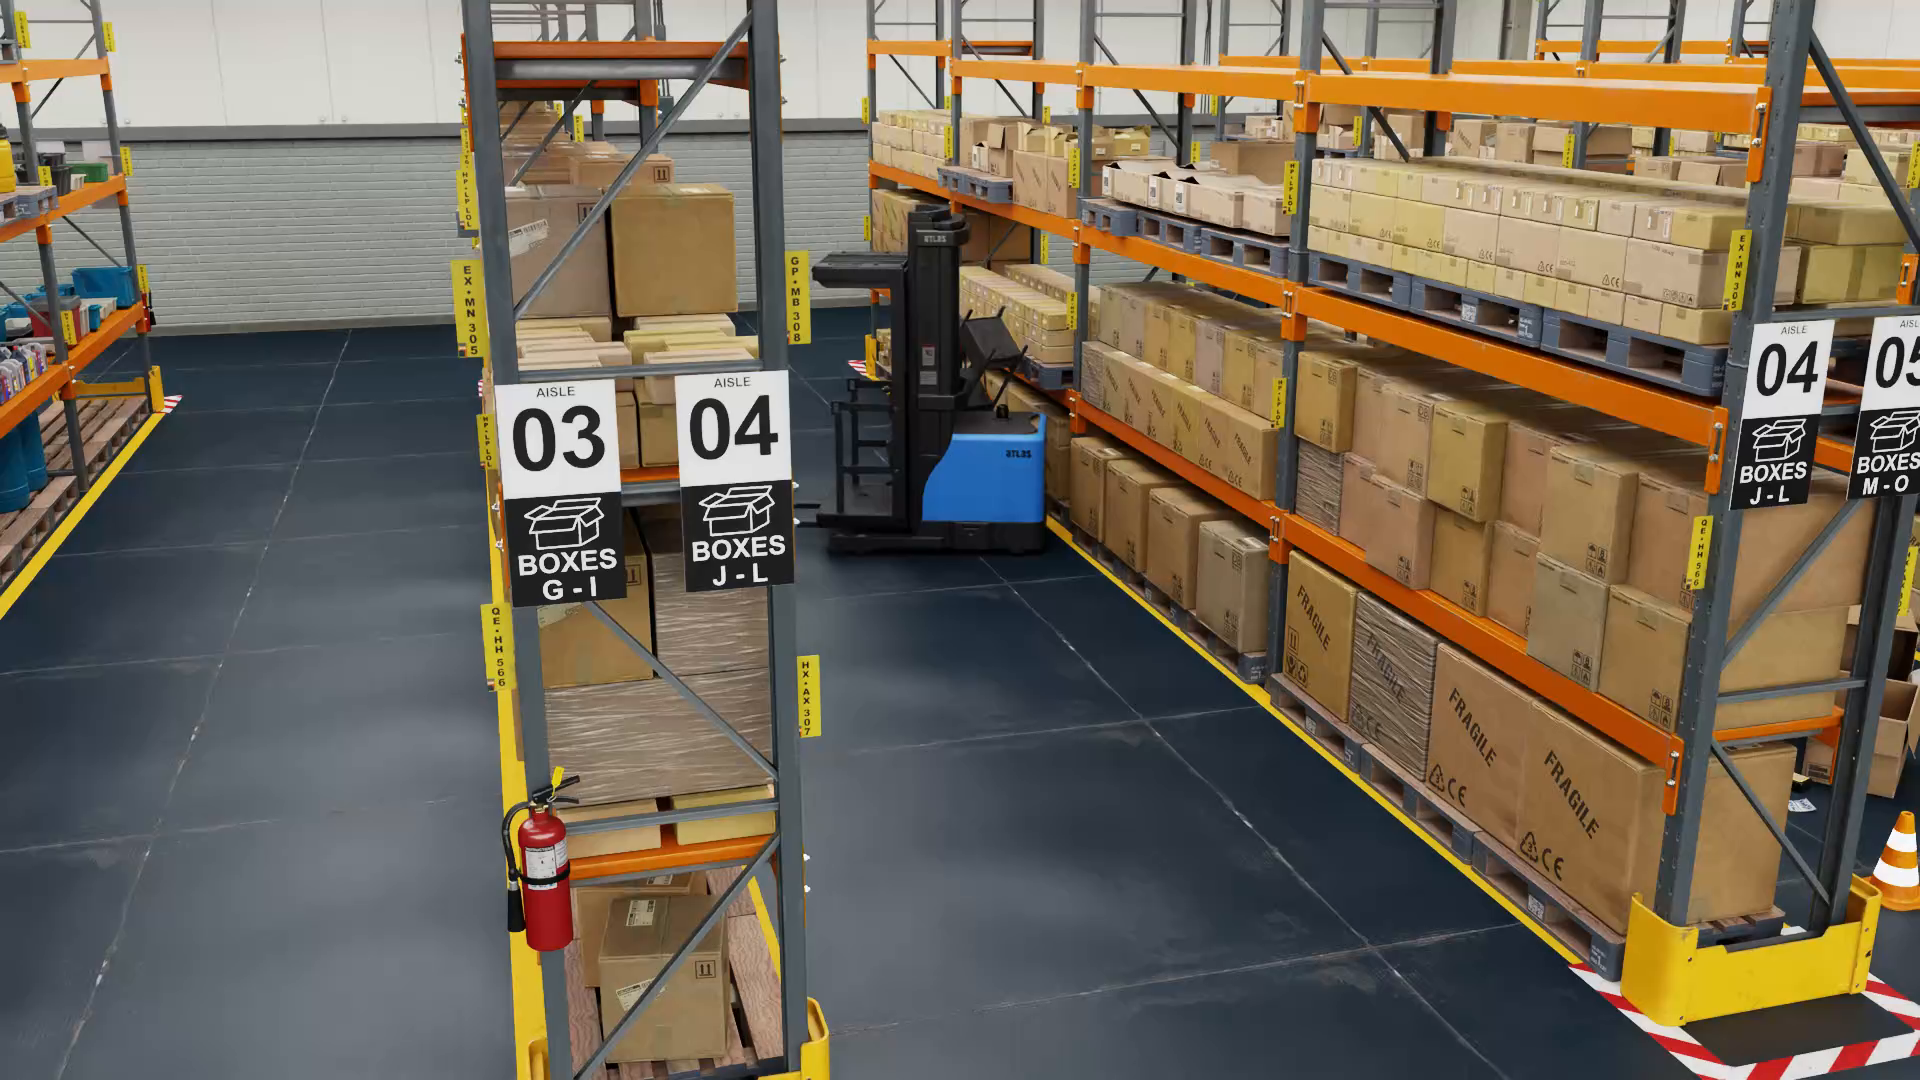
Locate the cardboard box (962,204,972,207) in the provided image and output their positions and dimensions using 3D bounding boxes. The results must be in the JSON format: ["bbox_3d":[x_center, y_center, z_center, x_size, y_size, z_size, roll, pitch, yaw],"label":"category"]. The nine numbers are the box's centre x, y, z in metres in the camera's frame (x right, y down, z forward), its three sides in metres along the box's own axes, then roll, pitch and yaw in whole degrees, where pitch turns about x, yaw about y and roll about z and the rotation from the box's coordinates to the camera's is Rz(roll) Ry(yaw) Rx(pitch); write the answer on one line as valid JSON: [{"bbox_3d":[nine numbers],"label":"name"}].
[{"bbox_3d":[0.245,-3.732,19.734,0.500,0.500,0.500,-4,17,-14],"label":"cardboard box"}]

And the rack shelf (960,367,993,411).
[{"bbox_3d":[-0.014,-1.324,16.013,0.431,0.518,0.480,-11,59,-32],"label":"rack shelf"}]

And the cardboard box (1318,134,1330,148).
[{"bbox_3d":[4.576,-4.844,20.183,0.380,0.149,0.250,-4,17,-14],"label":"cardboard box"}]

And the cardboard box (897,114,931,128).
[{"bbox_3d":[-0.552,-5.065,20.086,0.380,0.149,0.250,-4,17,-14],"label":"cardboard box"}]

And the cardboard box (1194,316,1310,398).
[{"bbox_3d":[2.175,-1.368,12.379,0.700,0.500,0.500,-5,17,-15],"label":"cardboard box"}]

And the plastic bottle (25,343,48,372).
[{"bbox_3d":[-8.740,-1.736,15.734,0.152,0.276,0.135,-5,17,-15],"label":"plastic bottle"}]

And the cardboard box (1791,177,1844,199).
[{"bbox_3d":[6.896,-2.698,13.036,0.500,0.250,0.500,-4,17,-15],"label":"cardboard box"}]

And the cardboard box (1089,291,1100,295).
[{"bbox_3d":[1.271,-2.328,16.160,0.380,0.149,0.250,-4,17,-13],"label":"cardboard box"}]

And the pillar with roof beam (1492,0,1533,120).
[{"bbox_3d":[4.791,-7.904,25.623,9.100,9.000,0.400,-5,17,-15],"label":"pillar with roof beam"}]

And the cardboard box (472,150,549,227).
[{"bbox_3d":[-3.135,-2.459,11.667,0.500,0.500,0.500,-5,17,-17],"label":"cardboard box"}]

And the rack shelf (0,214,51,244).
[{"bbox_3d":[-8.609,-2.418,13.824,1.077,0.370,4.000,-5,17,-15],"label":"rack shelf"}]

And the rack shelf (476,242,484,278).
[{"bbox_3d":[-2.748,-1.703,11.444,1.077,0.370,4.000,-5,17,-15],"label":"rack shelf"}]

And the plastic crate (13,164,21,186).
[{"bbox_3d":[-9.946,-3.728,17.141,0.437,0.282,0.530,-5,17,-15],"label":"plastic crate"}]

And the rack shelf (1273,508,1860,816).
[{"bbox_3d":[3.148,0.476,9.405,1.077,0.370,4.000,-5,17,-15],"label":"rack shelf"}]

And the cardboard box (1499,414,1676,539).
[{"bbox_3d":[3.370,-0.321,8.668,0.875,0.550,0.550,-5,17,-15],"label":"cardboard box"}]

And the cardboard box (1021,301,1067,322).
[{"bbox_3d":[0.785,-2.136,15.520,0.380,0.149,0.250,-4,17,-14],"label":"cardboard box"}]

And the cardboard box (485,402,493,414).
[{"bbox_3d":[-3.704,-0.788,15.323,1.225,0.875,0.875,-5,17,-15],"label":"cardboard box"}]

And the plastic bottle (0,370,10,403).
[{"bbox_3d":[-8.292,-1.338,14.394,0.061,0.283,0.133,-5,17,-15],"label":"plastic bottle"}]

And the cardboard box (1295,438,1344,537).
[{"bbox_3d":[2.712,-0.393,10.785,0.875,0.550,0.550,-5,17,-15],"label":"cardboard box"}]

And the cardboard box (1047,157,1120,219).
[{"bbox_3d":[1.098,-3.151,14.840,0.500,0.500,0.500,-5,17,-15],"label":"cardboard box"}]

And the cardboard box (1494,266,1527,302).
[{"bbox_3d":[2.932,-1.298,8.377,0.380,0.149,0.250,-5,17,-15],"label":"cardboard box"}]

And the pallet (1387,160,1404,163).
[{"bbox_3d":[5.431,-4.149,18.671,0.805,0.209,1.217,-5,18,-17],"label":"pallet"}]

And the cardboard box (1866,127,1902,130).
[{"bbox_3d":[10.547,-4.657,19.045,0.380,0.149,0.250,-4,17,-14],"label":"cardboard box"}]

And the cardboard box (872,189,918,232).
[{"bbox_3d":[-0.831,-4.265,21.509,0.500,0.500,0.500,-5,17,-16],"label":"cardboard box"}]

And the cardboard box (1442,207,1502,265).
[{"bbox_3d":[2.883,-1.602,8.697,0.500,0.250,0.500,-5,17,-15],"label":"cardboard box"}]

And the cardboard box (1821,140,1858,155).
[{"bbox_3d":[10.050,-4.476,18.957,0.380,0.149,0.250,-4,17,-14],"label":"cardboard box"}]

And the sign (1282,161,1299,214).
[{"bbox_3d":[2.080,-2.211,10.440,0.100,0.325,0.005,-5,17,-15],"label":"sign"}]

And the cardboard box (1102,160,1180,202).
[{"bbox_3d":[1.487,-2.954,13.609,0.500,0.311,0.500,-5,17,-15],"label":"cardboard box"}]

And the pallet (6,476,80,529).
[{"bbox_3d":[-8.987,-0.327,15.674,1.003,0.211,1.213,-5,17,-15],"label":"pallet"}]

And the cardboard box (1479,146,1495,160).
[{"bbox_3d":[5.516,-3.874,16.926,0.396,0.266,0.258,-5,17,-17],"label":"cardboard box"}]

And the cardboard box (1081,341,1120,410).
[{"bbox_3d":[1.363,-1.431,14.328,0.500,0.500,0.500,-5,17,-15],"label":"cardboard box"}]

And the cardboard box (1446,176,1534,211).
[{"bbox_3d":[2.790,-1.821,8.733,0.380,0.149,0.250,-5,17,-16],"label":"cardboard box"}]

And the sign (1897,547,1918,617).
[{"bbox_3d":[4.233,0.190,7.464,0.100,0.325,0.005,-5,17,-15],"label":"sign"}]

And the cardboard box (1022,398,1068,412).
[{"bbox_3d":[0.910,-1.199,16.041,0.500,0.250,0.500,-4,17,-14],"label":"cardboard box"}]

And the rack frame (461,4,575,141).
[{"bbox_3d":[-4.397,-5.144,16.435,1.000,3.000,0.127,-5,17,-15],"label":"rack frame"}]

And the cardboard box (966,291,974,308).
[{"bbox_3d":[0.283,-2.498,17.244,0.380,0.149,0.250,-5,18,-18],"label":"cardboard box"}]

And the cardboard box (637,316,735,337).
[{"bbox_3d":[-1.125,-0.822,6.828,0.380,0.149,0.250,-4,17,-13],"label":"cardboard box"}]

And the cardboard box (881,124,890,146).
[{"bbox_3d":[-0.684,-5.059,20.758,0.500,0.250,0.500,-5,17,-16],"label":"cardboard box"}]

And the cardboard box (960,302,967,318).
[{"bbox_3d":[0.213,-2.425,17.517,0.380,0.149,0.250,-5,17,-15],"label":"cardboard box"}]

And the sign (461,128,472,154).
[{"bbox_3d":[-4.930,-3.949,16.633,0.100,0.325,0.005,-5,17,-15],"label":"sign"}]

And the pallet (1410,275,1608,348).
[{"bbox_3d":[3.145,-1.252,8.847,1.003,0.211,1.213,-5,17,-15],"label":"pallet"}]

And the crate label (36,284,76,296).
[{"bbox_3d":[-10.507,-2.840,19.379,0.416,0.233,0.303,-5,17,-15],"label":"crate label"}]

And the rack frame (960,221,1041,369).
[{"bbox_3d":[0.400,-2.635,18.510,1.000,3.000,0.127,-5,17,-15],"label":"rack frame"}]

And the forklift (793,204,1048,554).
[{"bbox_3d":[-0.739,-1.433,14.627,3.031,2.935,1.130,1,17,4],"label":"forklift"}]

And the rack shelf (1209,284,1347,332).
[{"bbox_3d":[4.582,-3.263,21.851,1.077,0.370,4.000,-5,17,-15],"label":"rack shelf"}]

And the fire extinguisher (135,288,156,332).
[{"bbox_3d":[-9.863,-2.848,20.001,0.296,0.674,0.183,-5,17,-15],"label":"fire extinguisher"}]

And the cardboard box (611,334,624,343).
[{"bbox_3d":[-1.263,-0.749,7.280,0.500,0.250,0.500,-5,17,-15],"label":"cardboard box"}]

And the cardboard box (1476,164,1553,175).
[{"bbox_3d":[3.212,-2.085,9.611,0.380,0.149,0.250,-4,17,-14],"label":"cardboard box"}]

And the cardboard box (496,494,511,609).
[{"bbox_3d":[-2.030,0.022,8.973,0.875,0.500,0.500,-5,17,-15],"label":"cardboard box"}]

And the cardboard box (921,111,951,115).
[{"bbox_3d":[-0.280,-5.321,20.936,0.380,0.149,0.250,-5,17,-17],"label":"cardboard box"}]

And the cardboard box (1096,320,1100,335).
[{"bbox_3d":[1.483,-1.976,15.507,0.380,0.149,0.250,-4,17,-13],"label":"cardboard box"}]

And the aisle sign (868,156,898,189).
[{"bbox_3d":[-1.008,-4.983,21.808,0.394,0.787,0.004,-5,17,-15],"label":"aisle sign"}]

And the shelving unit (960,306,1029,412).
[{"bbox_3d":[-0.009,-1.332,16.003,0.431,2.100,0.503,-11,59,-32],"label":"shelving unit"}]

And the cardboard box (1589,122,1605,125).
[{"bbox_3d":[8.958,-5.878,22.968,0.500,0.250,0.500,-5,17,-16],"label":"cardboard box"}]
